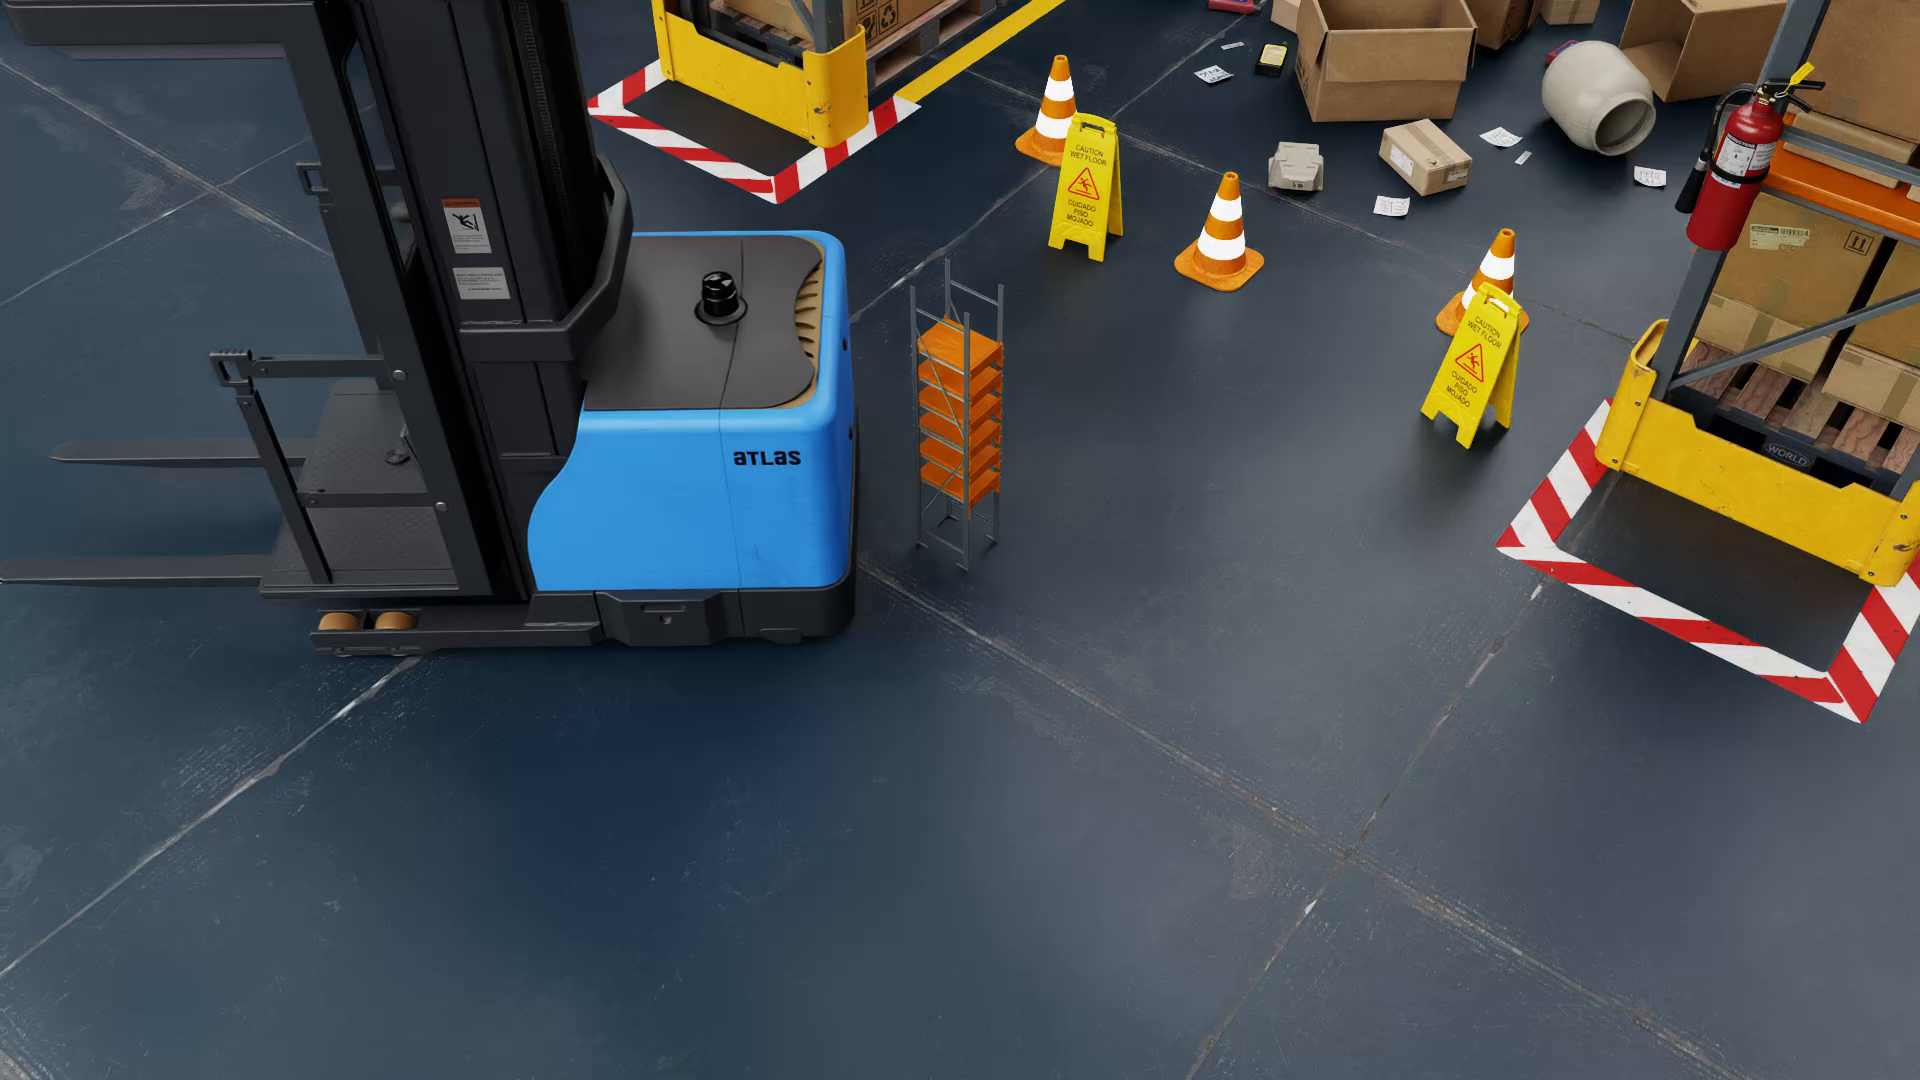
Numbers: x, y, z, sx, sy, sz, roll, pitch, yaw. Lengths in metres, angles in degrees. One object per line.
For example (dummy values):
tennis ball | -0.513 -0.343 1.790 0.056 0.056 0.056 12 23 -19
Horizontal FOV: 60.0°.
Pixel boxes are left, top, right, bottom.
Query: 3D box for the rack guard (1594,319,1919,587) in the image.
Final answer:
rack guard | 3.048 -0.337 6.226 1.175 0.500 0.348 29 53 25

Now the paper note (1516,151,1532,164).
paper note | 2.711 -1.840 8.001 0.032 0.001 0.123 29 53 25

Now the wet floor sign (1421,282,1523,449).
wet floor sign | 2.039 -0.708 6.480 0.232 0.644 0.267 -25 51 -22

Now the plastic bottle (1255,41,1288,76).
plastic bottle | 1.617 -2.499 8.595 0.133 0.061 0.283 13 48 12

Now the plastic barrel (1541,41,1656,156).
plastic barrel | 3.066 -2.118 7.981 0.421 0.421 0.512 -9 47 -8

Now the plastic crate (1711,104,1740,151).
plastic crate | 3.838 -1.902 8.011 0.402 0.080 0.583 13 48 12

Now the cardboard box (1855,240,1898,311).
cardboard box | 3.606 -1.227 6.959 0.500 0.250 0.500 29 53 25

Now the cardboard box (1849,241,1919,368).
cardboard box | 3.728 -0.965 6.189 0.500 0.500 0.500 28 52 24

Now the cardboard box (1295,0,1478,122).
cardboard box | 2.072 -2.419 8.213 0.797 0.503 0.637 -2 46 -2

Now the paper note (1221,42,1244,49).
paper note | 1.430 -2.592 8.719 0.123 0.001 0.032 -17 49 -15

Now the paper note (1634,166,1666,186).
paper note | 3.272 -1.726 7.878 0.142 0.019 0.148 13 48 12

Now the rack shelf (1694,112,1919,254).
rack shelf | 4.224 -2.053 6.634 1.077 0.370 4.000 29 53 25

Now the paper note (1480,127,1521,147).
paper note | 2.642 -1.968 8.117 0.142 0.019 0.148 -25 51 -22

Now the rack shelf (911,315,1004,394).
rack shelf | -0.009 -0.624 5.580 0.258 0.103 0.180 29 53 25

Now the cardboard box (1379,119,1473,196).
cardboard box | 2.204 -1.815 7.881 0.250 0.149 0.380 -17 49 -15

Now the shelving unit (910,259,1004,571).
shelving unit | -0.009 -0.406 5.808 0.258 1.200 0.189 29 53 25

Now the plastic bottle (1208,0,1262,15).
plastic bottle | 1.494 -2.902 8.980 0.283 0.061 0.133 13 48 12

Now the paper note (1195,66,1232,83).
paper note | 1.299 -2.384 8.508 0.142 0.017 0.144 -25 51 -22

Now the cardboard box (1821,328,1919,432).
cardboard box | 3.714 -0.692 6.447 0.500 0.250 0.500 29 53 25

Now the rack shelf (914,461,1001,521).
rack shelf | -0.009 -0.210 6.014 0.258 0.103 0.180 29 53 25

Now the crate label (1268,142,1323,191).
crate label | 1.589 -1.758 7.835 0.250 0.136 0.298 6 47 5

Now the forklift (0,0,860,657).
forklift | -1.897 -0.989 5.168 3.031 2.935 1.130 -1 46 -1

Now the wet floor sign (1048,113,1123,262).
wet floor sign | 0.572 -1.582 7.315 0.267 0.644 0.232 21 50 19

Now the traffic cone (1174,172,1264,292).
traffic cone | 1.157 -1.393 7.261 0.336 0.463 0.334 29 53 25

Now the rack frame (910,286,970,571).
rack frame | -0.065 -0.354 5.758 0.240 1.200 0.006 29 53 25

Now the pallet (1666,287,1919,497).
pallet | 3.573 -0.687 6.760 1.003 0.211 1.213 29 53 25

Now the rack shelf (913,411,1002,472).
rack shelf | -0.009 -0.375 5.840 0.258 0.103 0.180 29 53 25

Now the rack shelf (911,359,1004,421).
rack shelf | -0.009 -0.541 5.667 0.258 0.103 0.180 29 53 25

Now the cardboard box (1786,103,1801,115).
cardboard box | 3.128 -1.573 5.852 0.380 0.149 0.250 29 53 25

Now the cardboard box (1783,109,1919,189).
cardboard box | 3.061 -1.379 5.666 0.380 0.149 0.250 31 54 26

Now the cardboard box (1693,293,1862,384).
cardboard box | 3.298 -0.948 6.692 0.500 0.250 0.500 29 53 25

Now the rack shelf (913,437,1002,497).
rack shelf | -0.009 -0.293 5.927 0.258 0.103 0.180 29 53 25

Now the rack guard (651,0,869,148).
rack guard | -0.992 -2.410 8.207 1.175 0.500 0.348 29 53 25

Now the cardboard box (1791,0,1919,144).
cardboard box | 3.115 -1.727 5.550 0.500 0.500 0.500 28 53 24

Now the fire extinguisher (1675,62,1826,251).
fire extinguisher | 2.567 -1.269 5.441 0.296 0.674 0.183 29 53 25

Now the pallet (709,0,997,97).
pallet | -0.550 -2.816 8.795 1.003 0.211 1.213 29 53 25

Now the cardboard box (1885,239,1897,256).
cardboard box | 3.601 -1.485 6.687 0.500 0.500 0.500 31 54 26

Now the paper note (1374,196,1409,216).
paper note | 2.004 -1.552 7.712 0.148 0.019 0.142 13 48 12

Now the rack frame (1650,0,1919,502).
rack frame | 3.002 -1.157 5.281 1.000 3.000 0.127 29 53 25

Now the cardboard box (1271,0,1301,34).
cardboard box | 1.875 -2.834 8.774 0.258 0.266 0.396 -33 55 -28

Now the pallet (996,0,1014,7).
pallet | 0.196 -3.512 9.459 1.003 0.211 1.213 29 53 25

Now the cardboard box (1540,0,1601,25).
cardboard box | 3.251 -2.984 8.917 0.258 0.266 0.396 -2 46 -2

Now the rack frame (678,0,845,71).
rack frame | -0.977 -3.288 7.316 1.000 3.000 0.127 29 53 25

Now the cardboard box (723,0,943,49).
cardboard box | -0.615 -3.116 8.331 0.875 0.875 0.875 29 53 25

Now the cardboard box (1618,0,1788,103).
cardboard box | 3.715 -2.572 8.359 0.500 0.500 0.500 -9 47 -8

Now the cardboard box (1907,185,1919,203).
cardboard box | 3.373 -1.173 5.470 0.380 0.149 0.250 29 53 25

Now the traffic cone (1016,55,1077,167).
traffic cone | 0.471 -2.087 7.924 0.336 0.463 0.334 29 53 25

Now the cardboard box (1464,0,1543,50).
cardboard box | 2.637 -3.005 8.678 0.797 0.637 0.503 29 53 25

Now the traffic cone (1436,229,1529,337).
traffic cone | 2.244 -1.097 6.978 0.336 0.463 0.334 29 53 25

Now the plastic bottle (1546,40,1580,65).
plastic bottle | 3.174 -2.522 8.616 0.283 0.061 0.133 -33 55 -28

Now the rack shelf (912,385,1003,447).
rack shelf | -0.009 -0.458 5.754 0.258 0.103 0.180 29 53 25

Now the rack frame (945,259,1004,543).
rack frame | 0.047 -0.459 5.858 0.240 1.200 0.006 29 53 25

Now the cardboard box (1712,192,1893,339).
cardboard box | 3.285 -1.185 6.400 0.500 0.500 0.500 30 53 25
